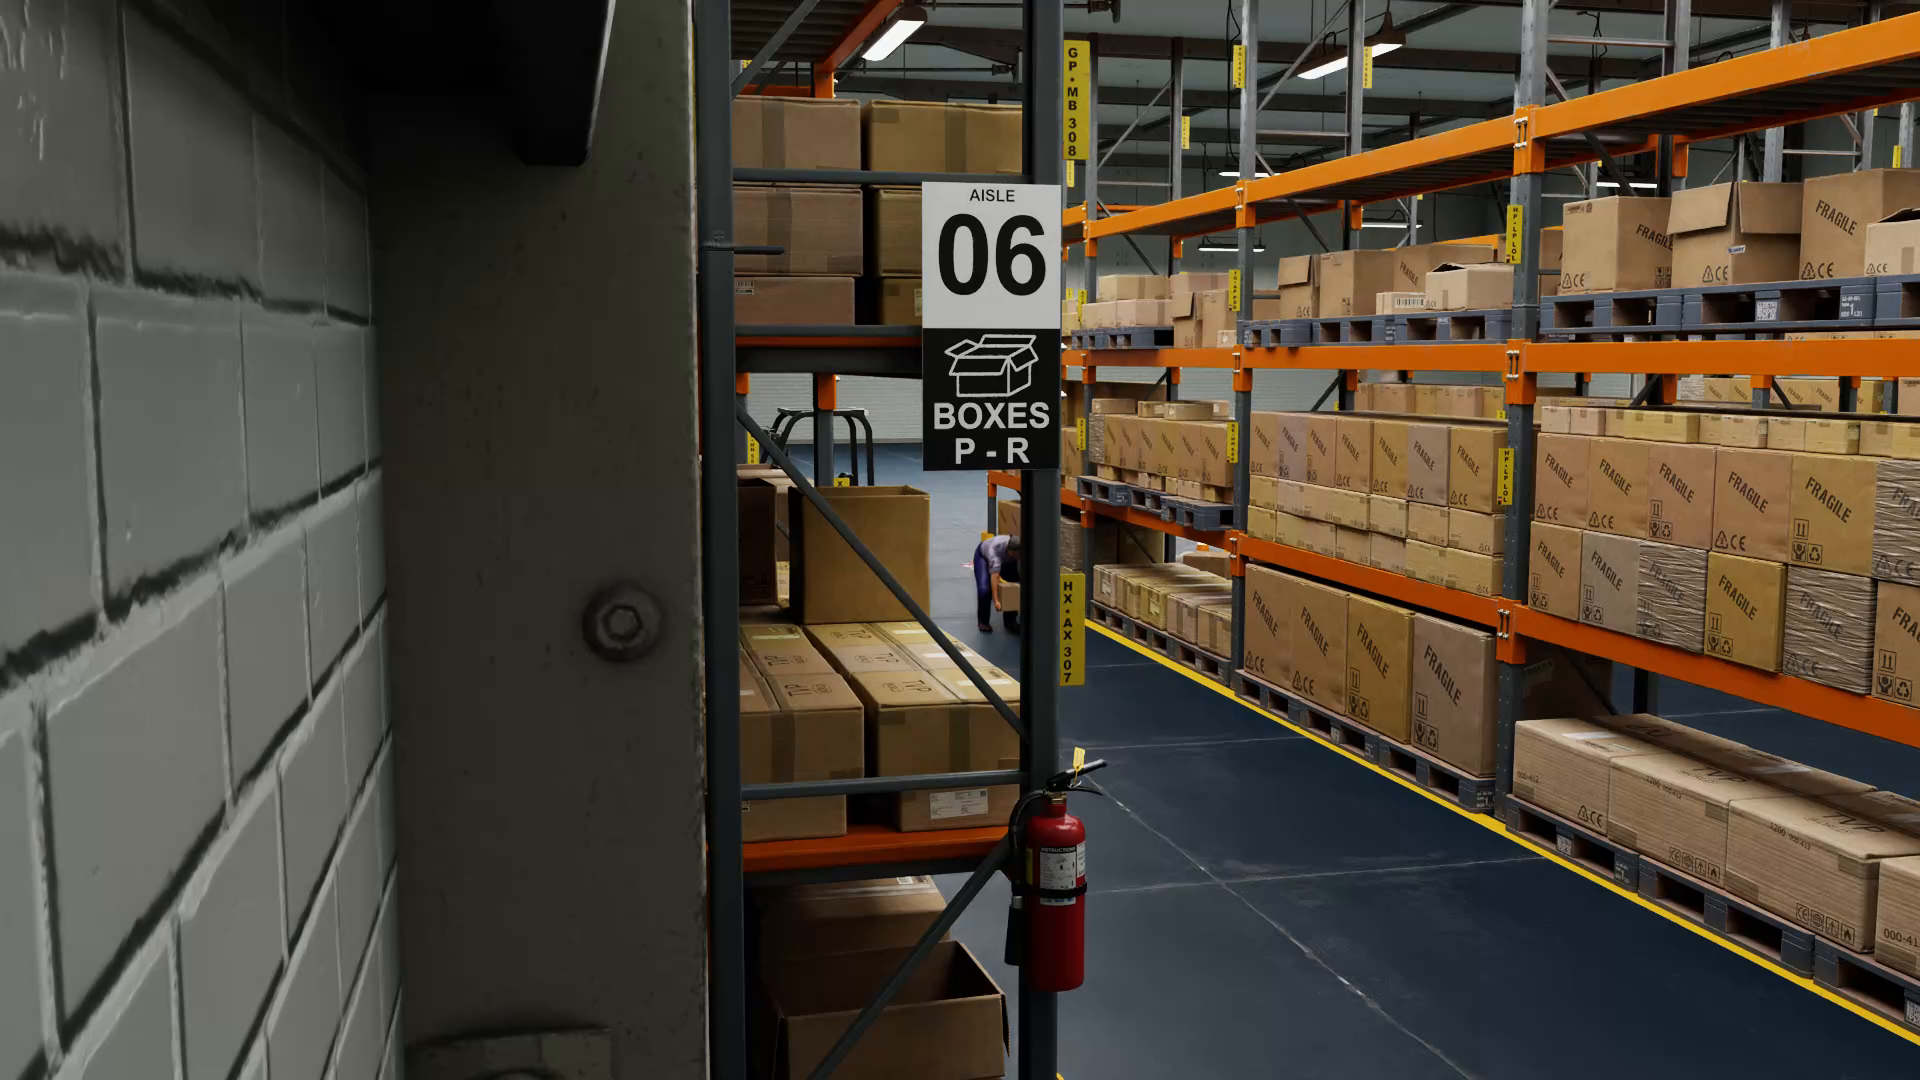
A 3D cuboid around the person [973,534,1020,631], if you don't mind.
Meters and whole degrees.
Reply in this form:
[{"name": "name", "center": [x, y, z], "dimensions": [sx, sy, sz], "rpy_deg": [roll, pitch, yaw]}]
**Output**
[{"name": "person", "center": [0.431, 0.414, 16.605], "dimensions": [0.513, 1.015, 0.892], "rpy_deg": [-2, 7, -16]}]
